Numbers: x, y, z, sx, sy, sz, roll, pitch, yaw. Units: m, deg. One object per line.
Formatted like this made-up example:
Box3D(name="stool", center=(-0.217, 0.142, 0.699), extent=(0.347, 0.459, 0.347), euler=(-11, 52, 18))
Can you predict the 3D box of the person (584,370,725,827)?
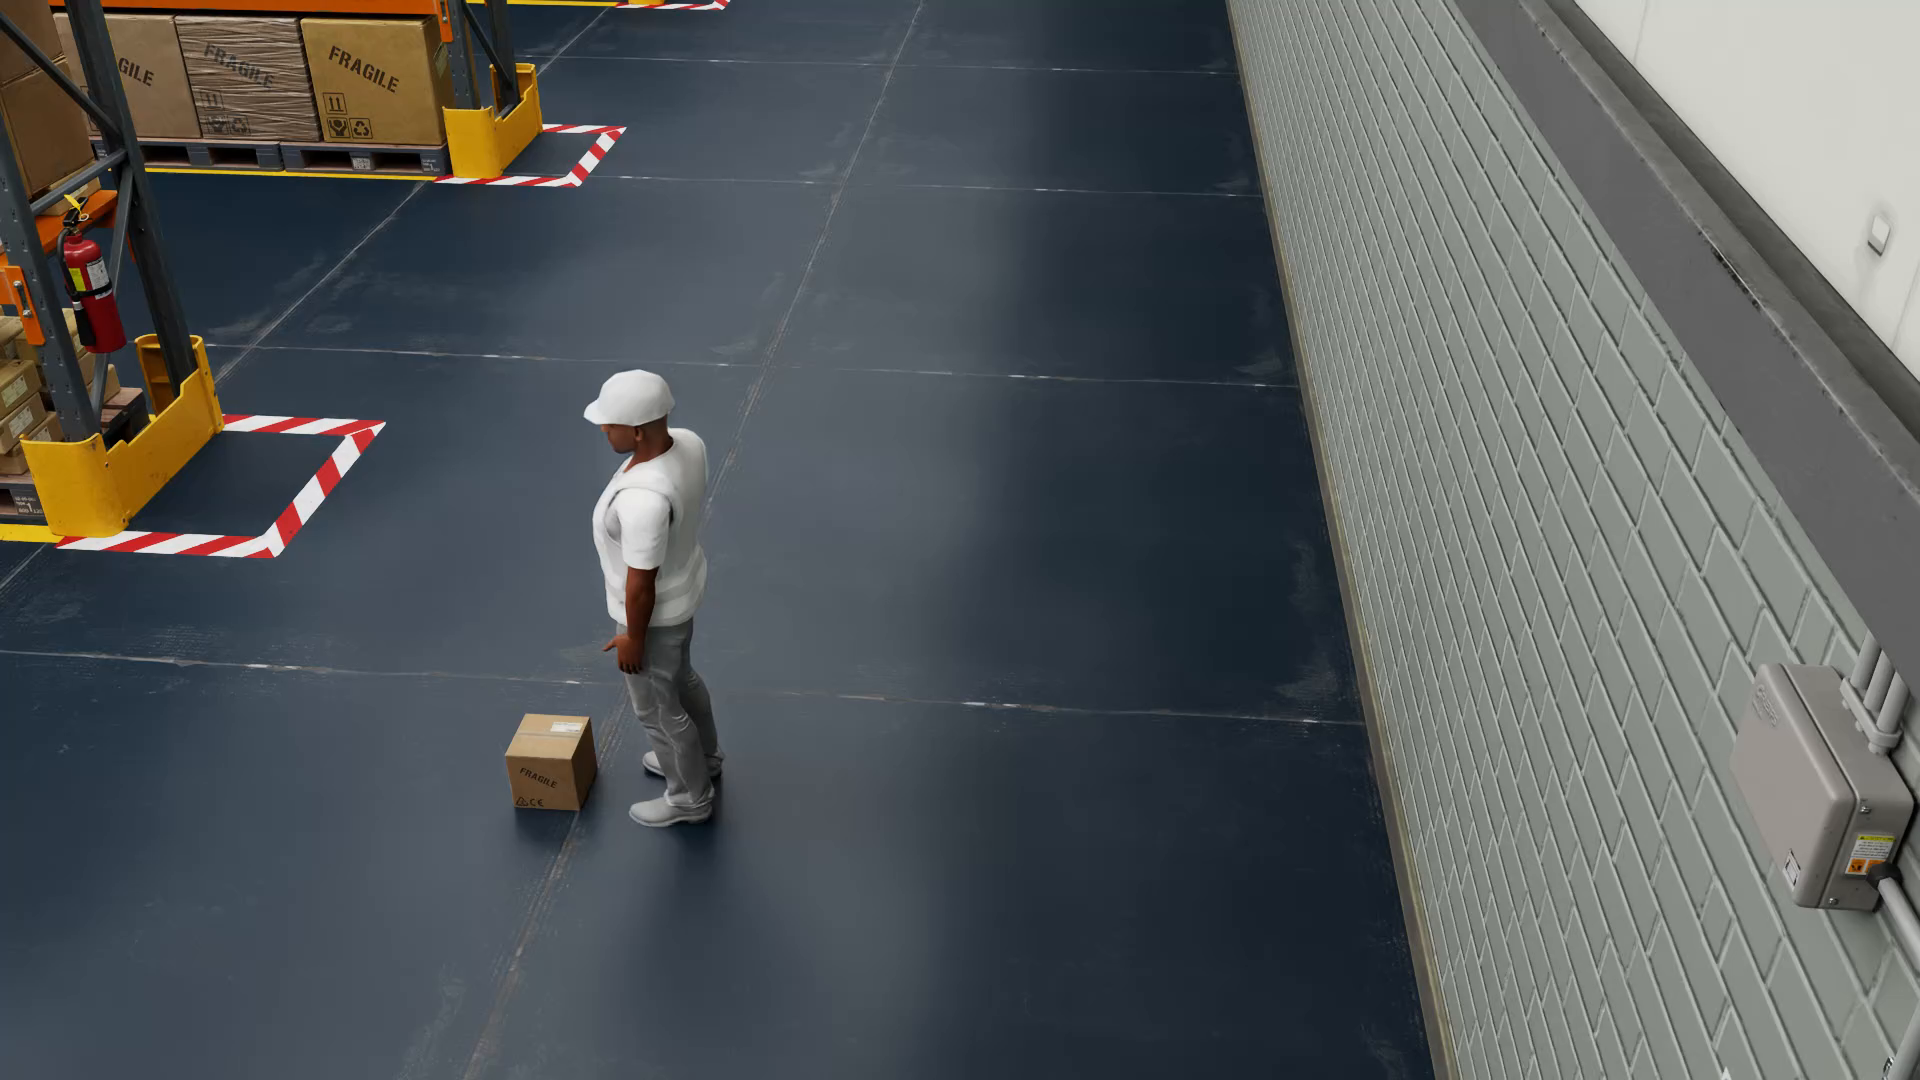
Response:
Box3D(name="person", center=(-1.051, 0.214, 5.779), extent=(0.364, 1.773, 0.565), euler=(3, 32, 5))
